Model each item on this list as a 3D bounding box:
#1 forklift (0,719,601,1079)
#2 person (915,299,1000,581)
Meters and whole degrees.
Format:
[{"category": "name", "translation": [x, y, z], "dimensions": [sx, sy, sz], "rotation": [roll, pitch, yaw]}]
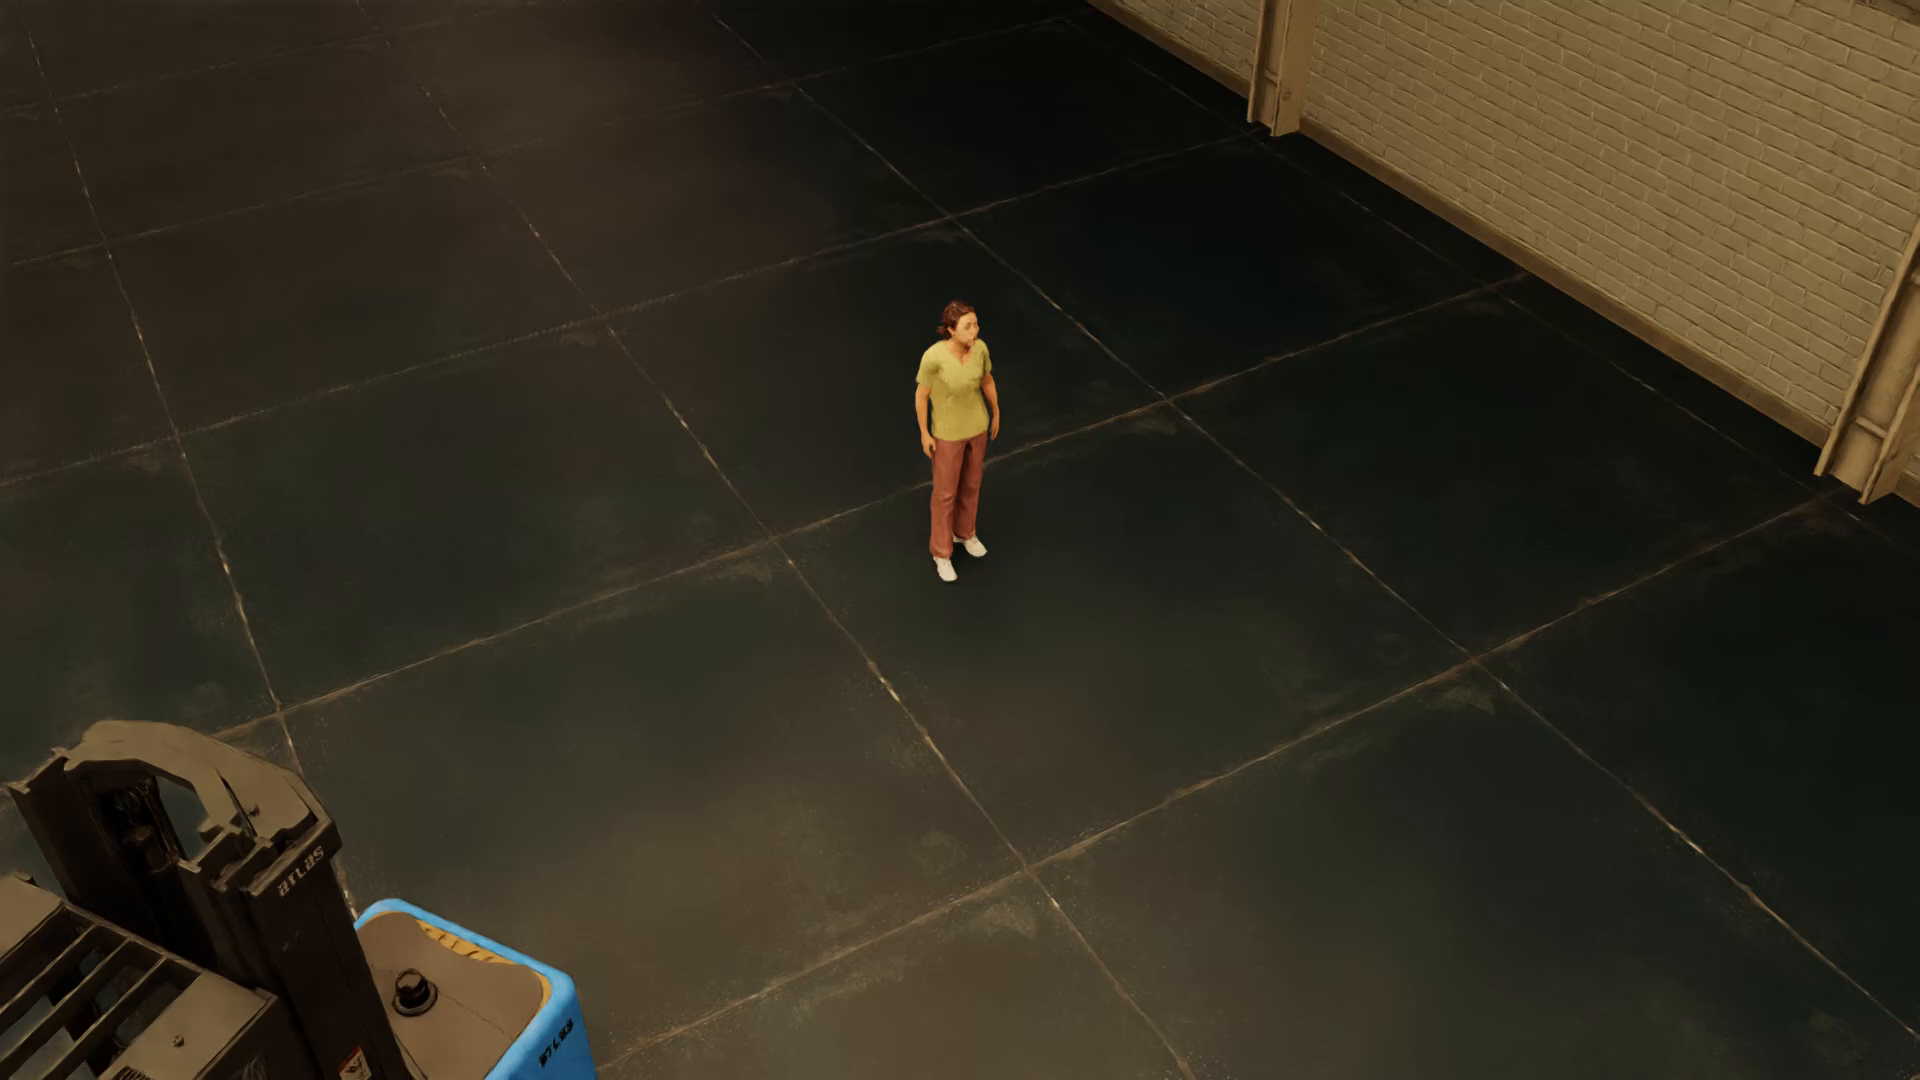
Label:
[{"category": "forklift", "translation": [-2.602, 2.141, 5.454], "dimensions": [1.130, 2.935, 3.031], "rotation": [17, 43, 20]}, {"category": "person", "translation": [0.033, -0.597, 9.735], "dimensions": [0.554, 1.665, 0.526], "rotation": [-20, 44, -23]}]
